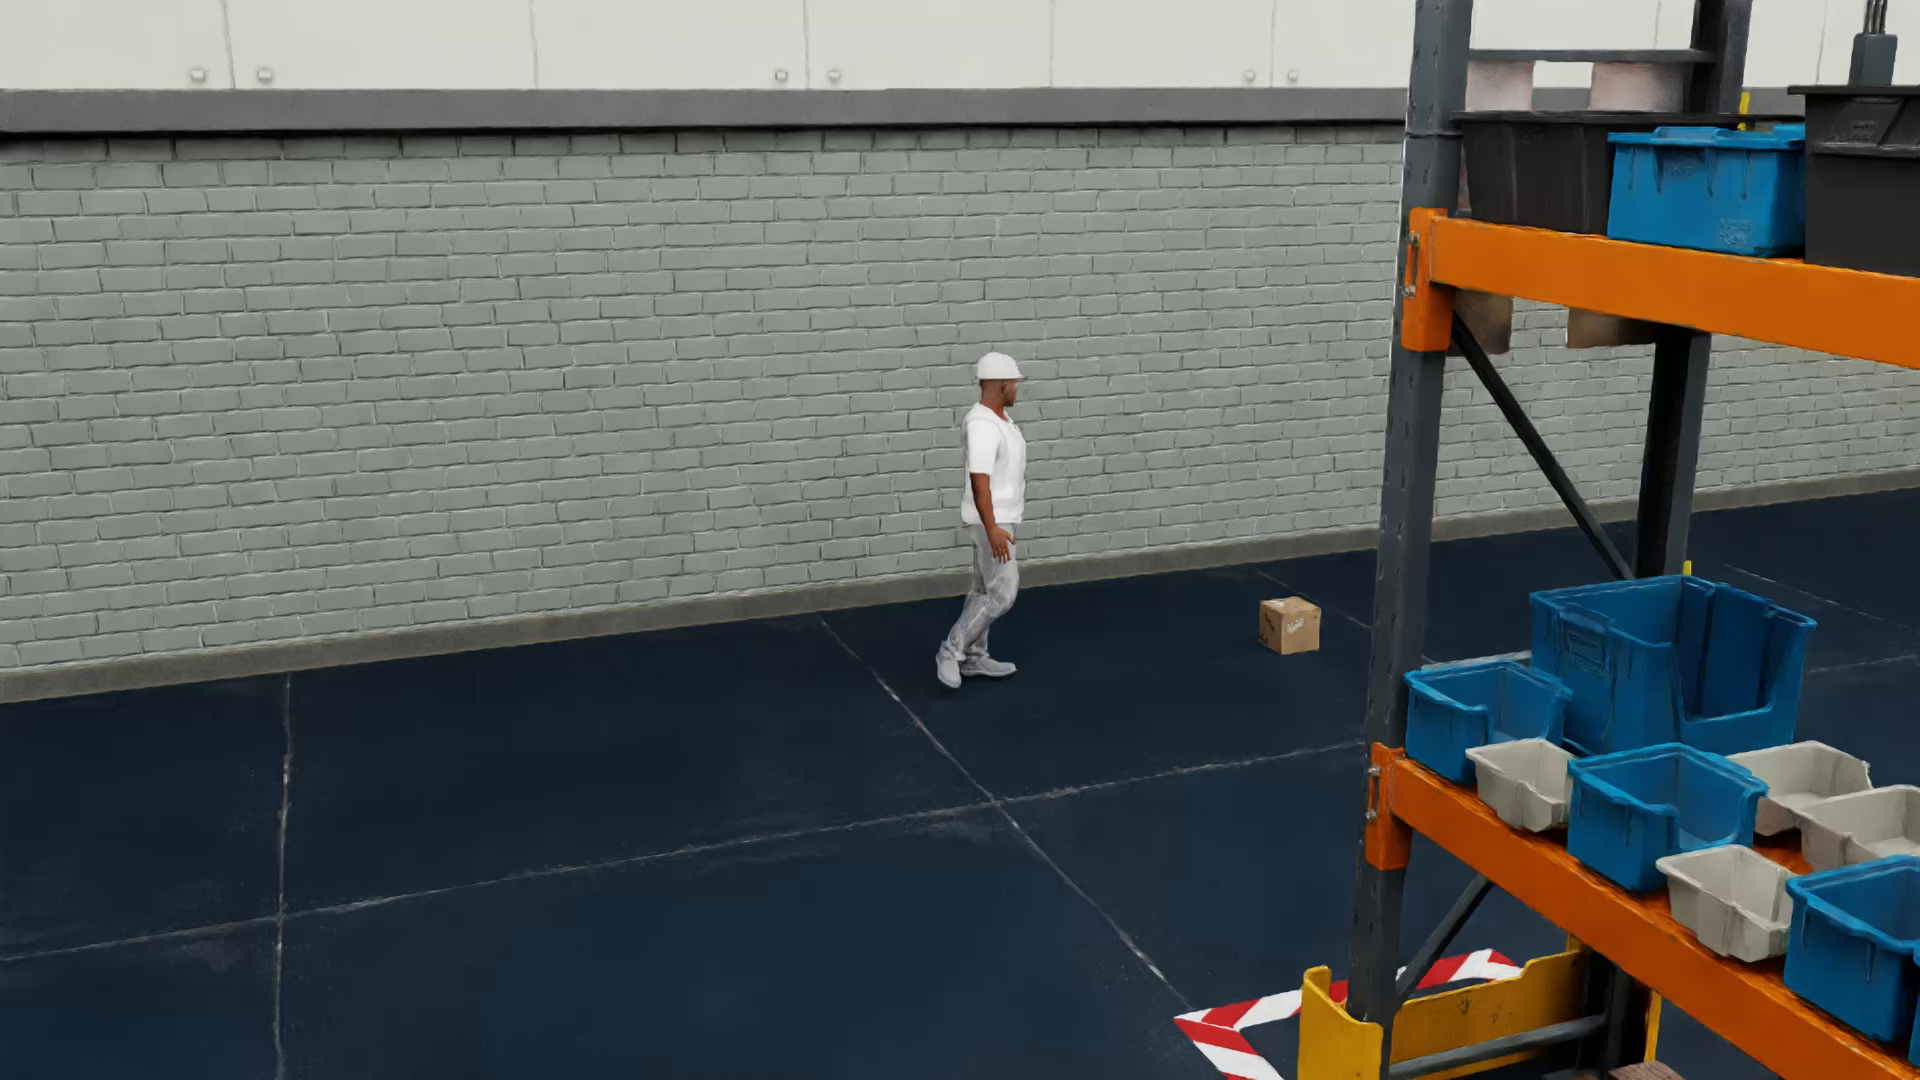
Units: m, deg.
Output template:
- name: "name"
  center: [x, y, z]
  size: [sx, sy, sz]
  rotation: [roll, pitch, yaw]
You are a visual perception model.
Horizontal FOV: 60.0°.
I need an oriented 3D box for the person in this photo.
- name: "person"
  center: [0.110, -0.103, 8.780]
  size: [0.452, 1.762, 0.730]
  rotation: [3, 16, 10]
